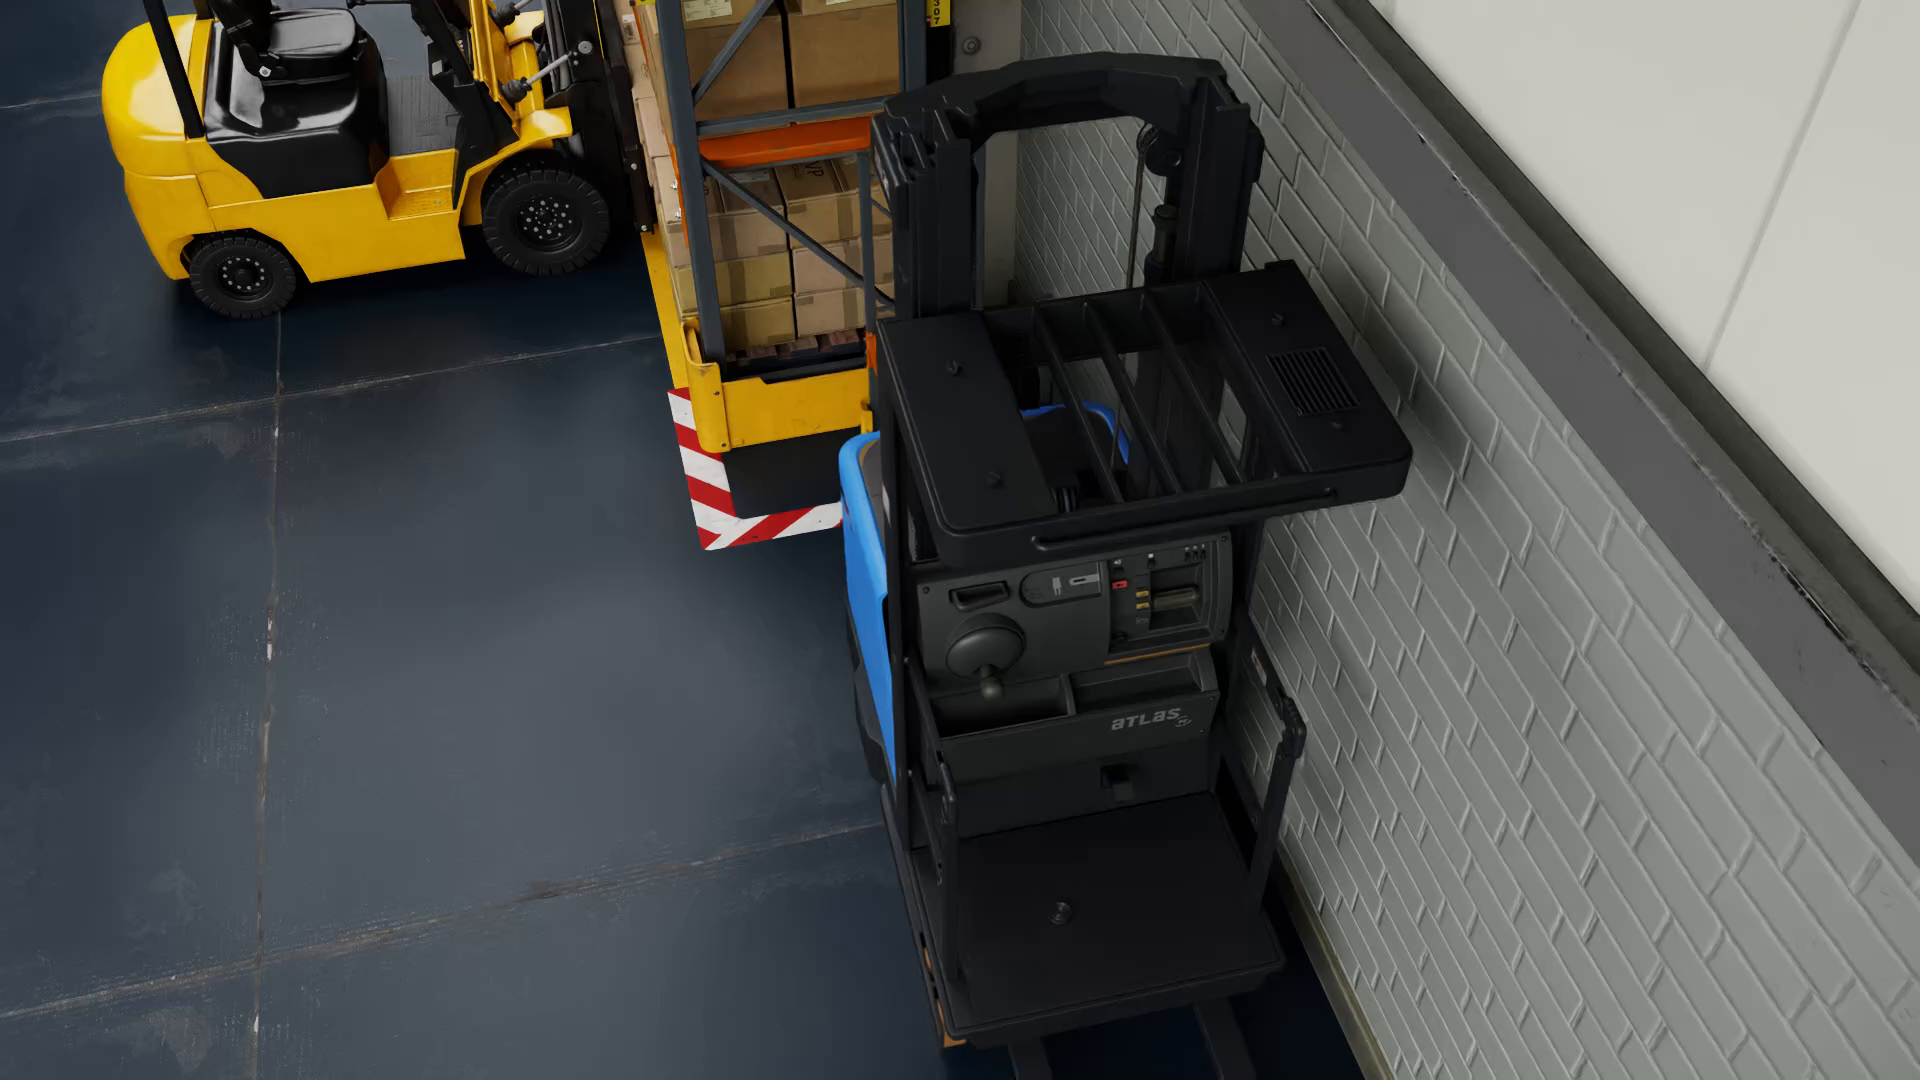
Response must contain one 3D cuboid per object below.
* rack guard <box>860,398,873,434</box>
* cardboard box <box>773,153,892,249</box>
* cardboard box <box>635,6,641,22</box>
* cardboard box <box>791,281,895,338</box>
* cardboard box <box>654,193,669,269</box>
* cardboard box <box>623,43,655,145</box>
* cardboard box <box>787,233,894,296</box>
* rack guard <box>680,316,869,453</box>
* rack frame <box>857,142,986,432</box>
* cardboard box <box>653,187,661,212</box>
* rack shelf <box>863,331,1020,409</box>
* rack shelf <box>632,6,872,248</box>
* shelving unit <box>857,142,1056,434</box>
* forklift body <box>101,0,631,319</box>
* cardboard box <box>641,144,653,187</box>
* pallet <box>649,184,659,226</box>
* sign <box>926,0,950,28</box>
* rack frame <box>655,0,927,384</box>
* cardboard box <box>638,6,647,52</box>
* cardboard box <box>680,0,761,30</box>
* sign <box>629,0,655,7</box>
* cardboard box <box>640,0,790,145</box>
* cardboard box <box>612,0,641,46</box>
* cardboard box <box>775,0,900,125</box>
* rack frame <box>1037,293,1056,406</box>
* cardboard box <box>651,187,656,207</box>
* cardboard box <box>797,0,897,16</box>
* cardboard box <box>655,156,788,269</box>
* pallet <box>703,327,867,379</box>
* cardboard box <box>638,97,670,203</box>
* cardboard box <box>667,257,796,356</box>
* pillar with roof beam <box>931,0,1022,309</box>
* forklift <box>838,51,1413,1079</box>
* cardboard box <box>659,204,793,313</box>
[{"bbox_3d":[-0.146,-0.544,7.359,0.587,0.250,0.087,-9,46,-9],"label":"rack guard"},{"bbox_3d":[-0.565,-1.568,7.368,0.500,0.250,0.500,-11,47,-11],"label":"cardboard box"},{"bbox_3d":[-1.261,-2.707,7.484,0.500,0.500,0.500,-12,47,-11],"label":"cardboard box"},{"bbox_3d":[-0.562,-1.226,7.733,0.500,0.250,0.500,-11,47,-10],"label":"cardboard box"},{"bbox_3d":[-1.169,-1.463,7.966,0.500,0.250,0.500,-11,47,-10],"label":"cardboard box"},{"bbox_3d":[-1.320,-2.160,7.949,0.500,0.250,0.500,-10,46,-10],"label":"cardboard box"},{"bbox_3d":[-0.545,-1.389,7.543,0.500,0.250,0.500,-10,46,-10],"label":"cardboard box"},{"bbox_3d":[-0.619,-0.775,7.411,1.175,0.500,0.348,-11,47,-10],"label":"rack guard"},{"bbox_3d":[-0.147,-0.982,6.913,0.500,1.500,0.032,-9,46,-9],"label":"rack frame"},{"bbox_3d":[-1.170,-1.654,7.802,0.500,0.250,0.500,-11,47,-11],"label":"cardboard box"},{"bbox_3d":[-0.031,-0.503,6.695,0.538,0.185,1.000,-9,46,-9],"label":"rack shelf"},{"bbox_3d":[-1.137,-2.796,8.144,1.077,0.370,4.000,-11,47,-10],"label":"rack shelf"},{"bbox_3d":[-0.033,-0.635,6.573,0.587,1.500,1.083,-9,46,-9],"label":"shelving unit"},{"bbox_3d":[-2.874,-2.345,7.793,2.313,2.155,1.214,-11,47,-10],"label":"forklift body"},{"bbox_3d":[-1.323,-2.006,8.148,0.500,0.250,0.500,-12,47,-11],"label":"cardboard box"},{"bbox_3d":[-1.170,-2.052,8.864,1.003,0.211,1.213,-11,47,-10],"label":"pallet"},{"bbox_3d":[-0.087,-2.095,6.292,0.100,0.325,0.005,-11,47,-10],"label":"sign"},{"bbox_3d":[-0.625,-1.667,6.534,1.000,3.000,0.127,-11,47,-10],"label":"rack frame"},{"bbox_3d":[-1.129,-2.353,7.137,0.500,0.500,0.500,-9,46,-9],"label":"cardboard box"},{"bbox_3d":[-0.985,-2.117,6.451,0.380,0.149,0.250,-10,46,-10],"label":"cardboard box"},{"bbox_3d":[-1.153,-2.065,5.948,0.100,0.325,0.005,-11,47,-10],"label":"sign"},{"bbox_3d":[-1.005,-1.994,6.784,0.500,0.500,0.500,-12,47,-11],"label":"cardboard box"},{"bbox_3d":[-1.442,-2.512,8.293,0.500,0.250,0.500,-12,47,-11],"label":"cardboard box"},{"bbox_3d":[-0.484,-2.095,6.883,0.500,0.500,0.500,-9,46,-9],"label":"cardboard box"},{"bbox_3d":[0.085,-0.275,6.220,0.500,1.500,0.032,-9,46,-9],"label":"rack frame"},{"bbox_3d":[-1.289,-1.810,8.306,0.500,0.250,0.500,-10,46,-10],"label":"cardboard box"},{"bbox_3d":[-0.461,-2.210,6.543,0.380,0.149,0.250,-12,47,-11],"label":"cardboard box"},{"bbox_3d":[-1.045,-1.462,7.265,0.500,0.250,0.500,-9,46,-9],"label":"cardboard box"},{"bbox_3d":[-0.862,-1.211,8.040,1.003,0.211,1.213,-11,47,-10],"label":"pallet"},{"bbox_3d":[-1.181,-1.814,7.609,0.500,0.250,0.500,-10,46,-10],"label":"cardboard box"},{"bbox_3d":[-1.051,-1.118,7.627,0.500,0.250,0.500,-10,46,-10],"label":"cardboard box"},{"bbox_3d":[-4.094,-3.625,4.253,9.100,9.000,0.400,-11,47,-10],"label":"pillar with roof beam"},{"bbox_3d":[0.390,0.306,4.648,1.130,2.935,3.031,-9,46,-9],"label":"forklift"},{"bbox_3d":[-1.052,-1.305,7.461,0.500,0.250,0.500,-11,47,-11],"label":"cardboard box"}]
